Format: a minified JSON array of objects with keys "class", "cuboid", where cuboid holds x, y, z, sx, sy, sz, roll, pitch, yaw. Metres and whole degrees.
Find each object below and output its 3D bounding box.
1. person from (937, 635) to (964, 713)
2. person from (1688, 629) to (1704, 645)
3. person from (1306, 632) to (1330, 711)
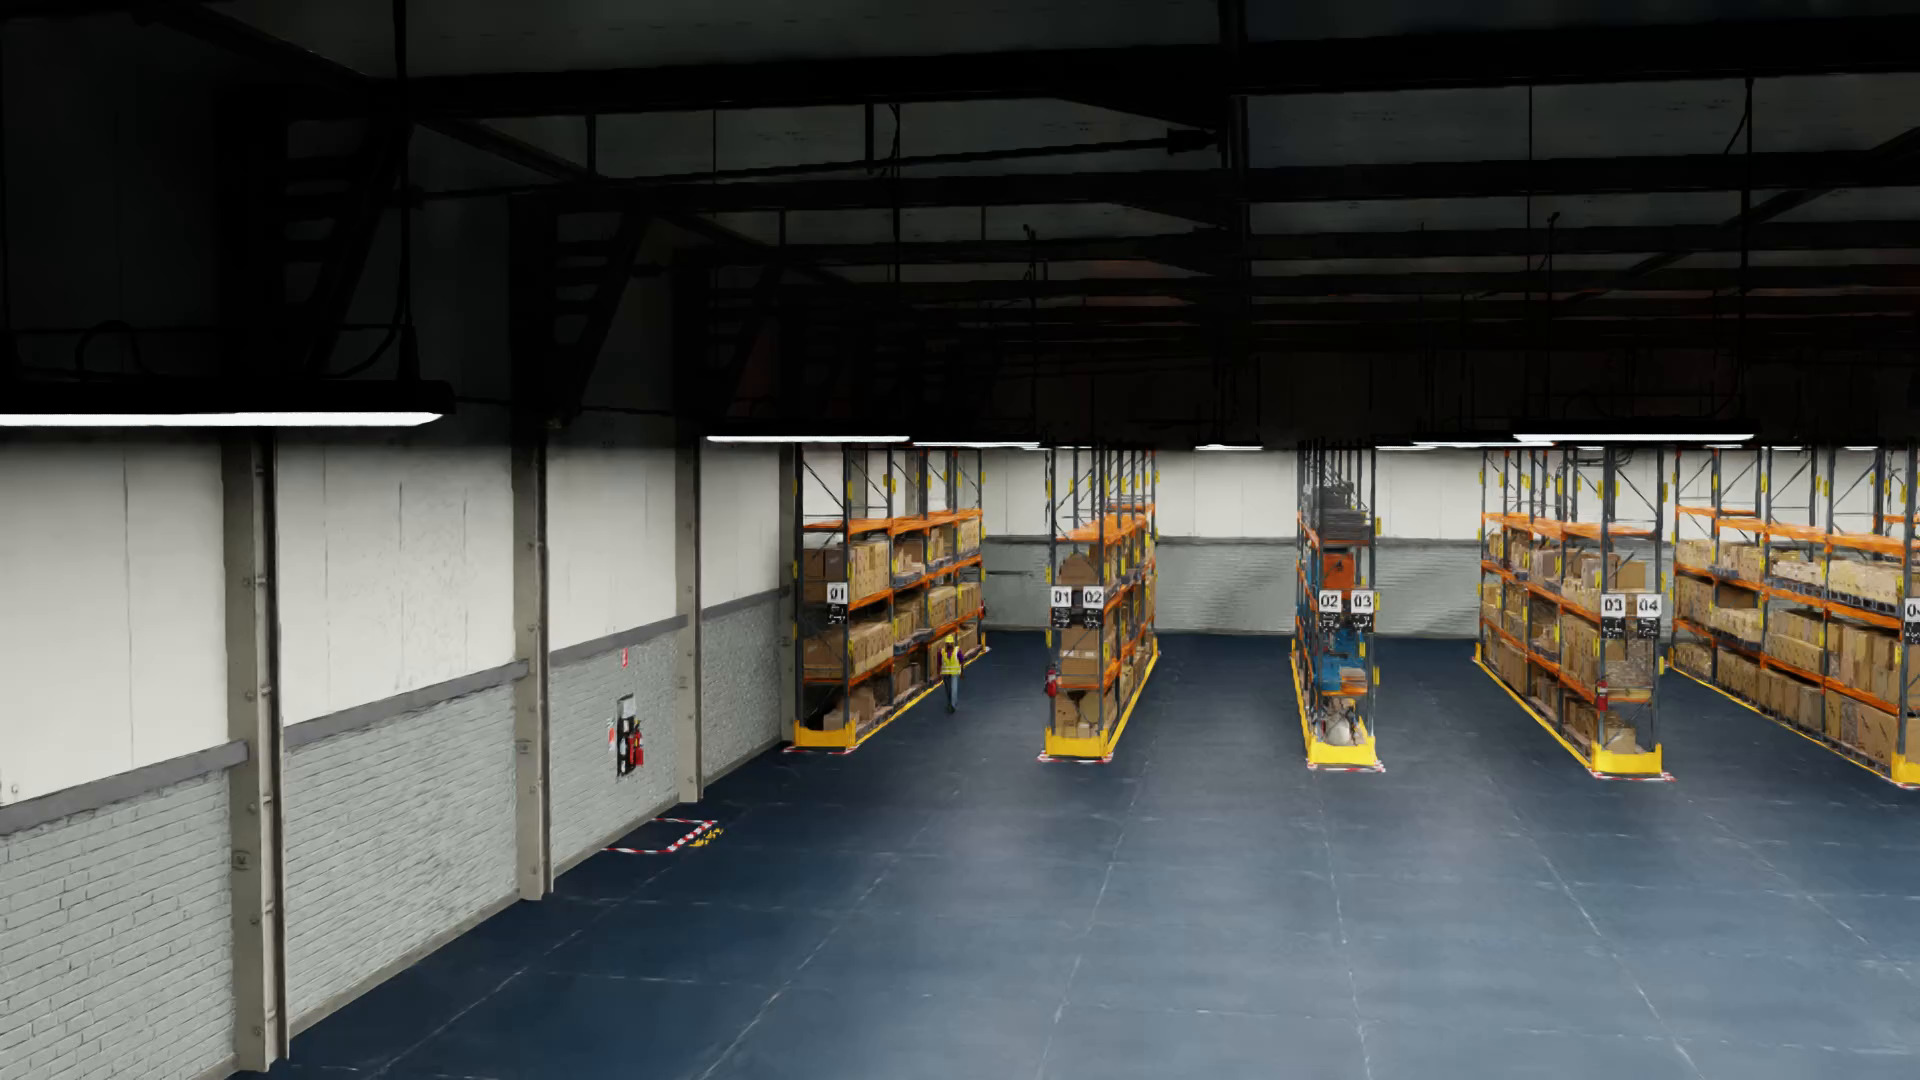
[{"class":"person","cuboid":[-0.226,2.928,36.638,0.577,1.691,1.121,1,3,12]},{"class":"person","cuboid":[20.430,2.424,45.938,0.483,1.712,0.659,-1,3,-22]},{"class":"person","cuboid":[7.655,2.799,35.488,0.484,1.672,0.514,0,3,3]}]
